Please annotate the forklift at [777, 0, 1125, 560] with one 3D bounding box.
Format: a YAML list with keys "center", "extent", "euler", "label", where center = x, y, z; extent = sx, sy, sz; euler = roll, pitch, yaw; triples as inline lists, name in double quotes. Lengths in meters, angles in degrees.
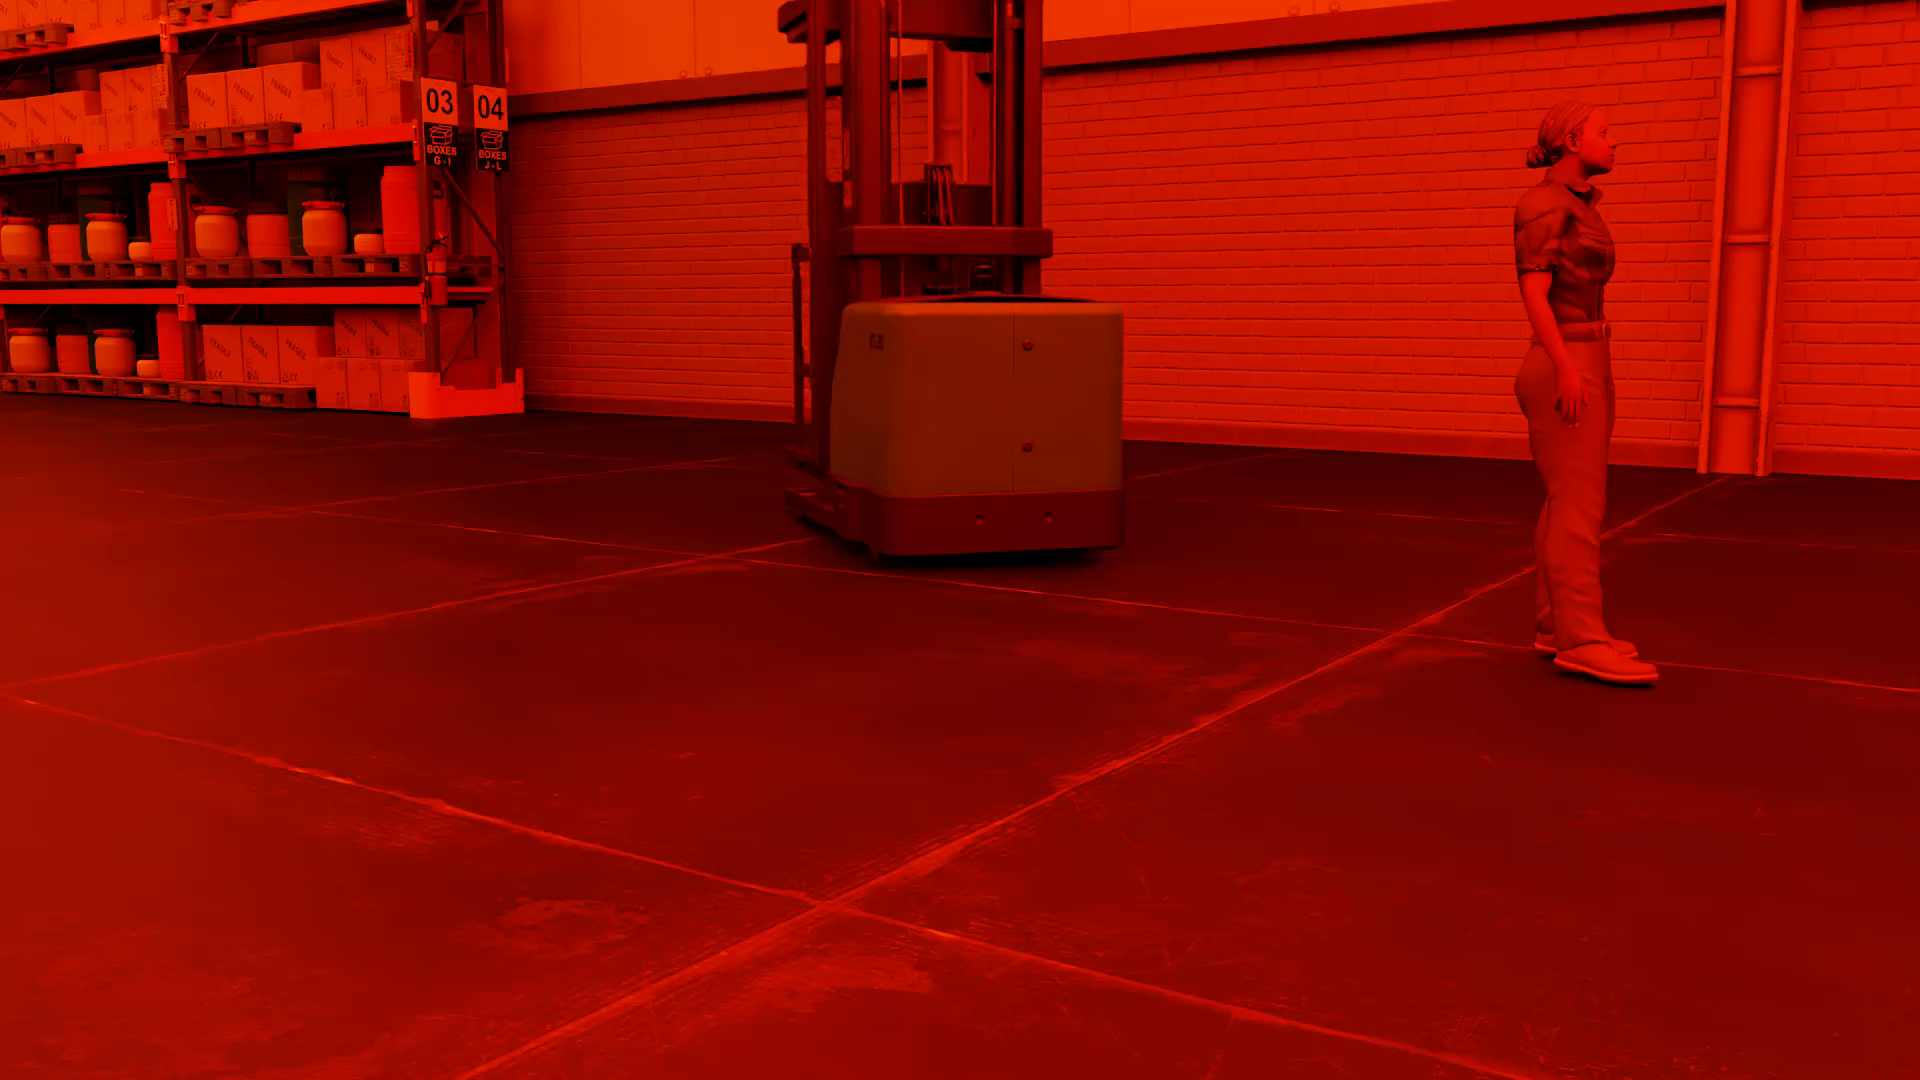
- center: [-0.245, -1.537, 8.002]
  extent: [1.130, 2.935, 3.031]
  euler: [-3, 8, -18]
  label: "forklift"

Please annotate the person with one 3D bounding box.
- center: [1.875, -0.457, 4.886]
  extent: [0.503, 1.656, 0.569]
  euler: [5, 10, 32]
  label: "person"
